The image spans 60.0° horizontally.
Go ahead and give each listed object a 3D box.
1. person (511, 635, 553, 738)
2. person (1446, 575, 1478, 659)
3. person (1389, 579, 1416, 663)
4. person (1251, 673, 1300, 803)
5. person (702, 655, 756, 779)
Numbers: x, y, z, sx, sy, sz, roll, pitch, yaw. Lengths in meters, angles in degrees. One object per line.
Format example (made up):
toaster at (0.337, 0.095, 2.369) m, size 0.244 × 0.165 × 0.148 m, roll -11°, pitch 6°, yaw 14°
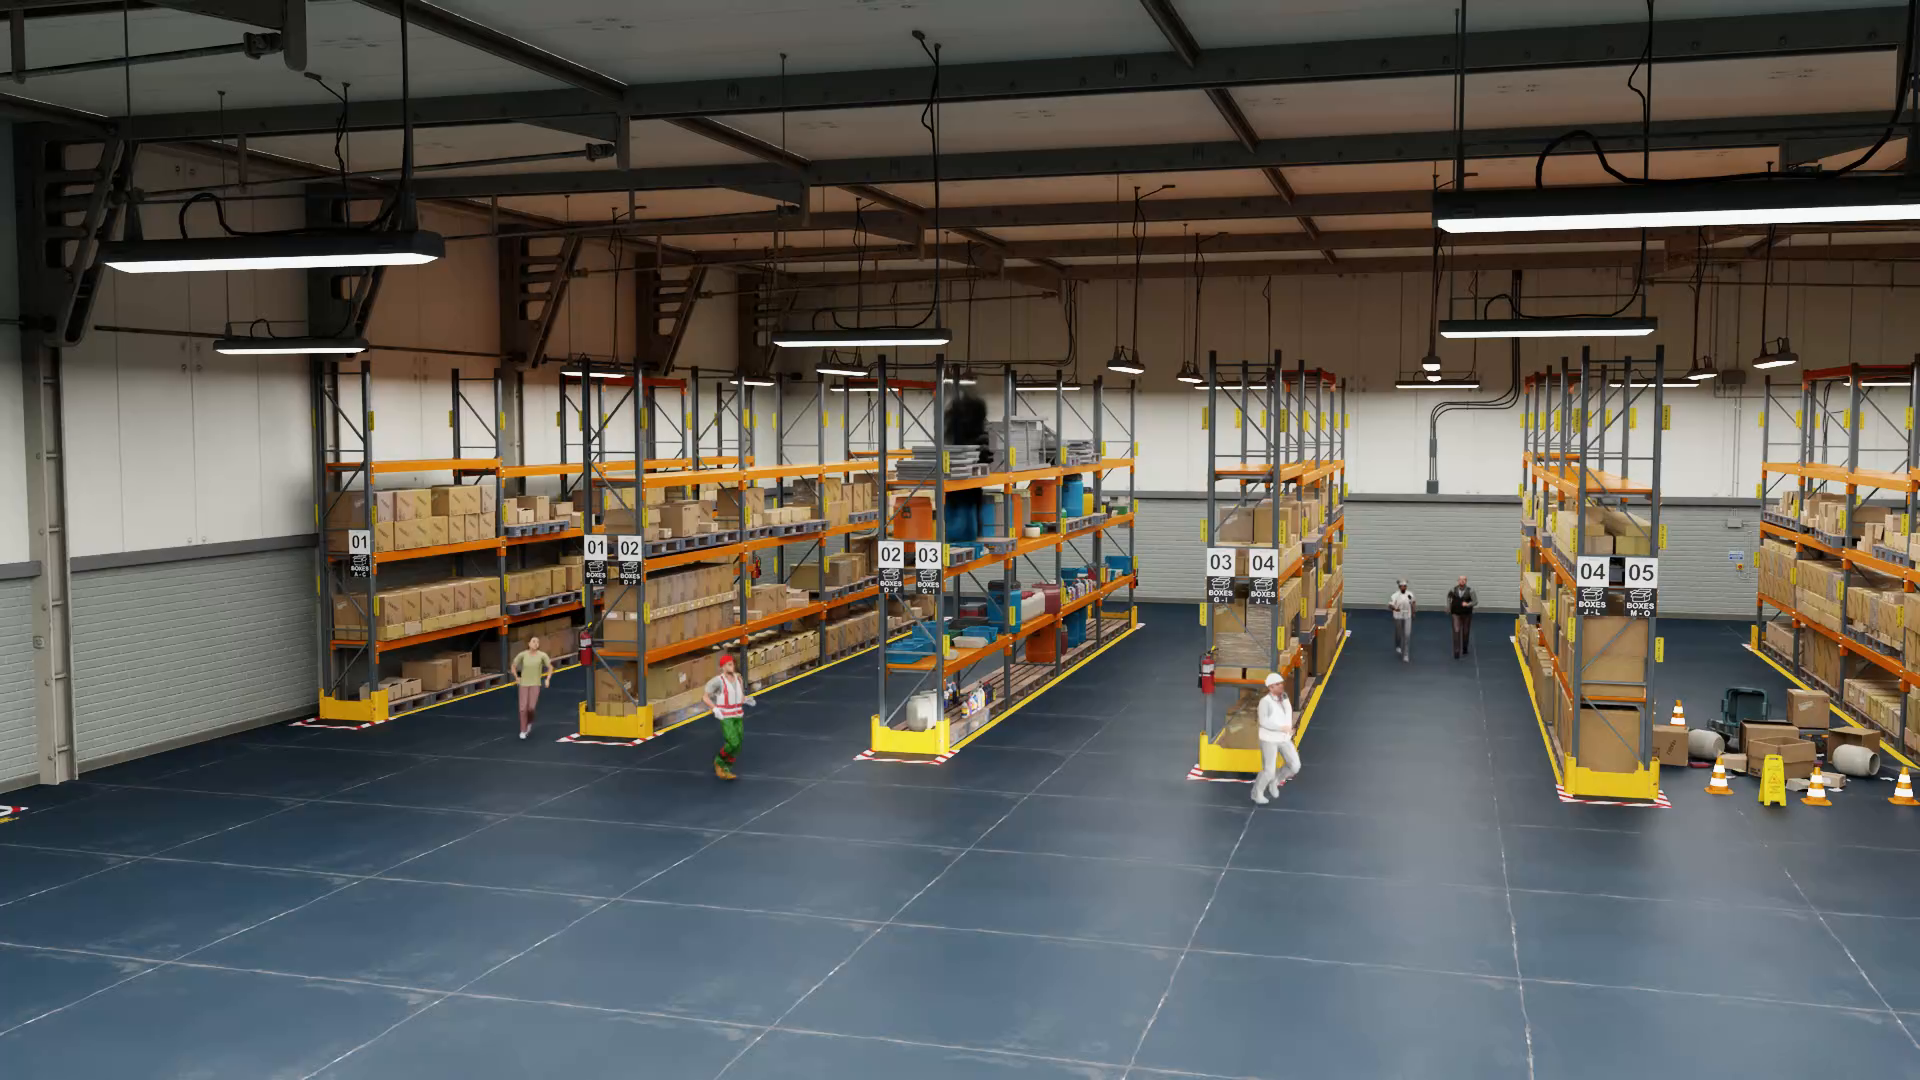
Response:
person at (-6.780, 2.324, 26.318) m, size 0.649 × 1.616 × 0.510 m, roll -1°, pitch 4°, yaw -10°
person at (10.615, 1.604, 35.196) m, size 0.655 × 1.727 × 0.885 m, roll 1°, pitch 4°, yaw 19°
person at (9.284, 1.664, 34.892) m, size 0.579 × 1.705 × 0.924 m, roll 1°, pitch 4°, yaw 8°
person at (4.136, 2.585, 21.625) m, size 0.673 × 1.730 × 0.757 m, roll -3°, pitch 5°, yaw -33°
person at (-3.160, 2.467, 23.081) m, size 0.583 × 1.742 × 0.643 m, roll 3°, pitch 5°, yaw 38°
